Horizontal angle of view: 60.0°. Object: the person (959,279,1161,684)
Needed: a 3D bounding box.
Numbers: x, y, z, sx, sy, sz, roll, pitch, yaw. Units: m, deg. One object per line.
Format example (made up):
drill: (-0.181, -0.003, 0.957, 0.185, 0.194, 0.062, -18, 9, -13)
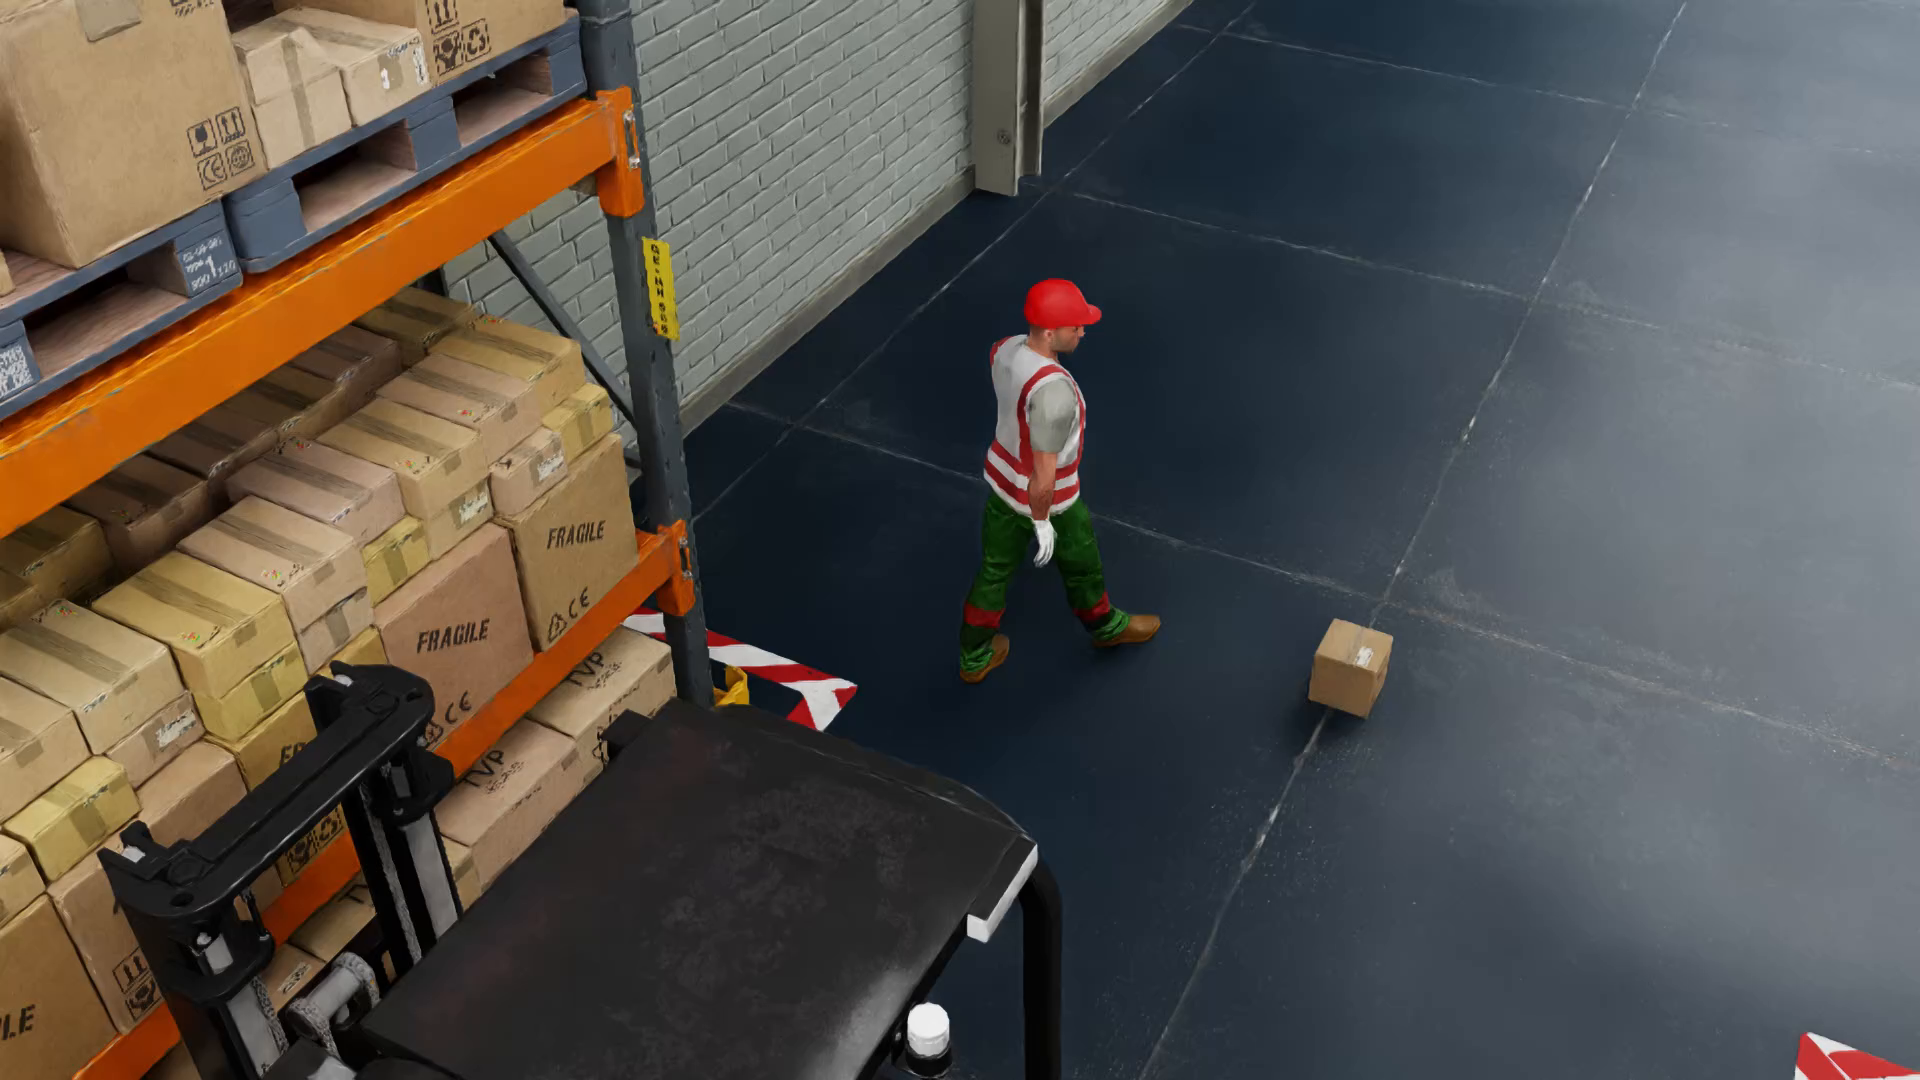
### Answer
person: (0.396, -0.240, 6.413, 0.876, 1.753, 0.567, -20, 42, -24)
